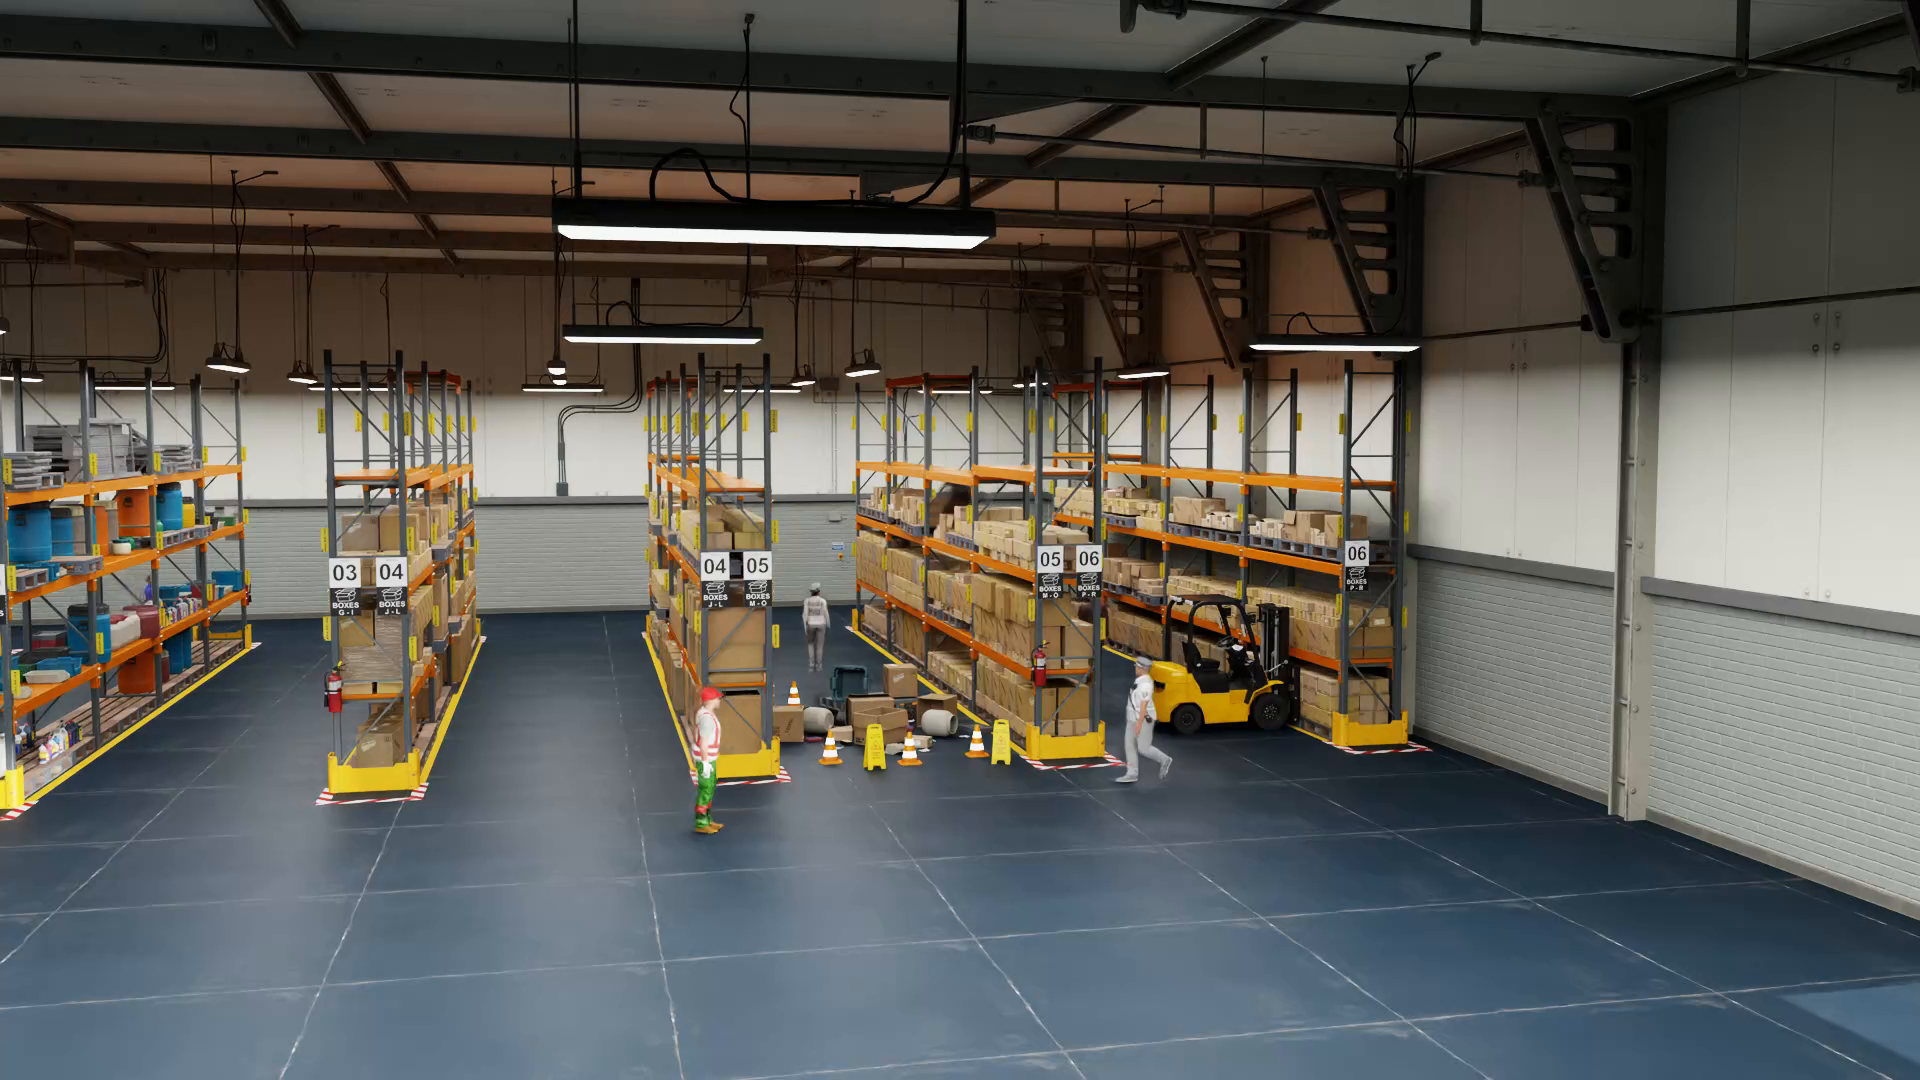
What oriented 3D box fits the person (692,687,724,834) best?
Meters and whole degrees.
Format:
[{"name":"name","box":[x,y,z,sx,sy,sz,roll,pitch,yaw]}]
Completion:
[{"name":"person","box":[-3.085,2.691,20.389,0.388,1.791,0.621,0,4,-6]}]

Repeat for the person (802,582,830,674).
[{"name":"person","box":[-2.734,1.685,31.597,0.523,1.768,0.449,0,4,-2]}]

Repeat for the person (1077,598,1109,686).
[{"name":"person","box":[2.381,1.787,30.098,0.657,1.864,0.583,-1,4,-14]}]

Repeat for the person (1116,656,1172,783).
[{"name":"person","box":[2.567,2.498,23.179,0.752,1.762,0.500,-2,5,-29]}]

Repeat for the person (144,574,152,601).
[{"name":"person","box":[-18.261,1.565,37.651,1.016,1.587,0.556,-2,4,-27]}]
